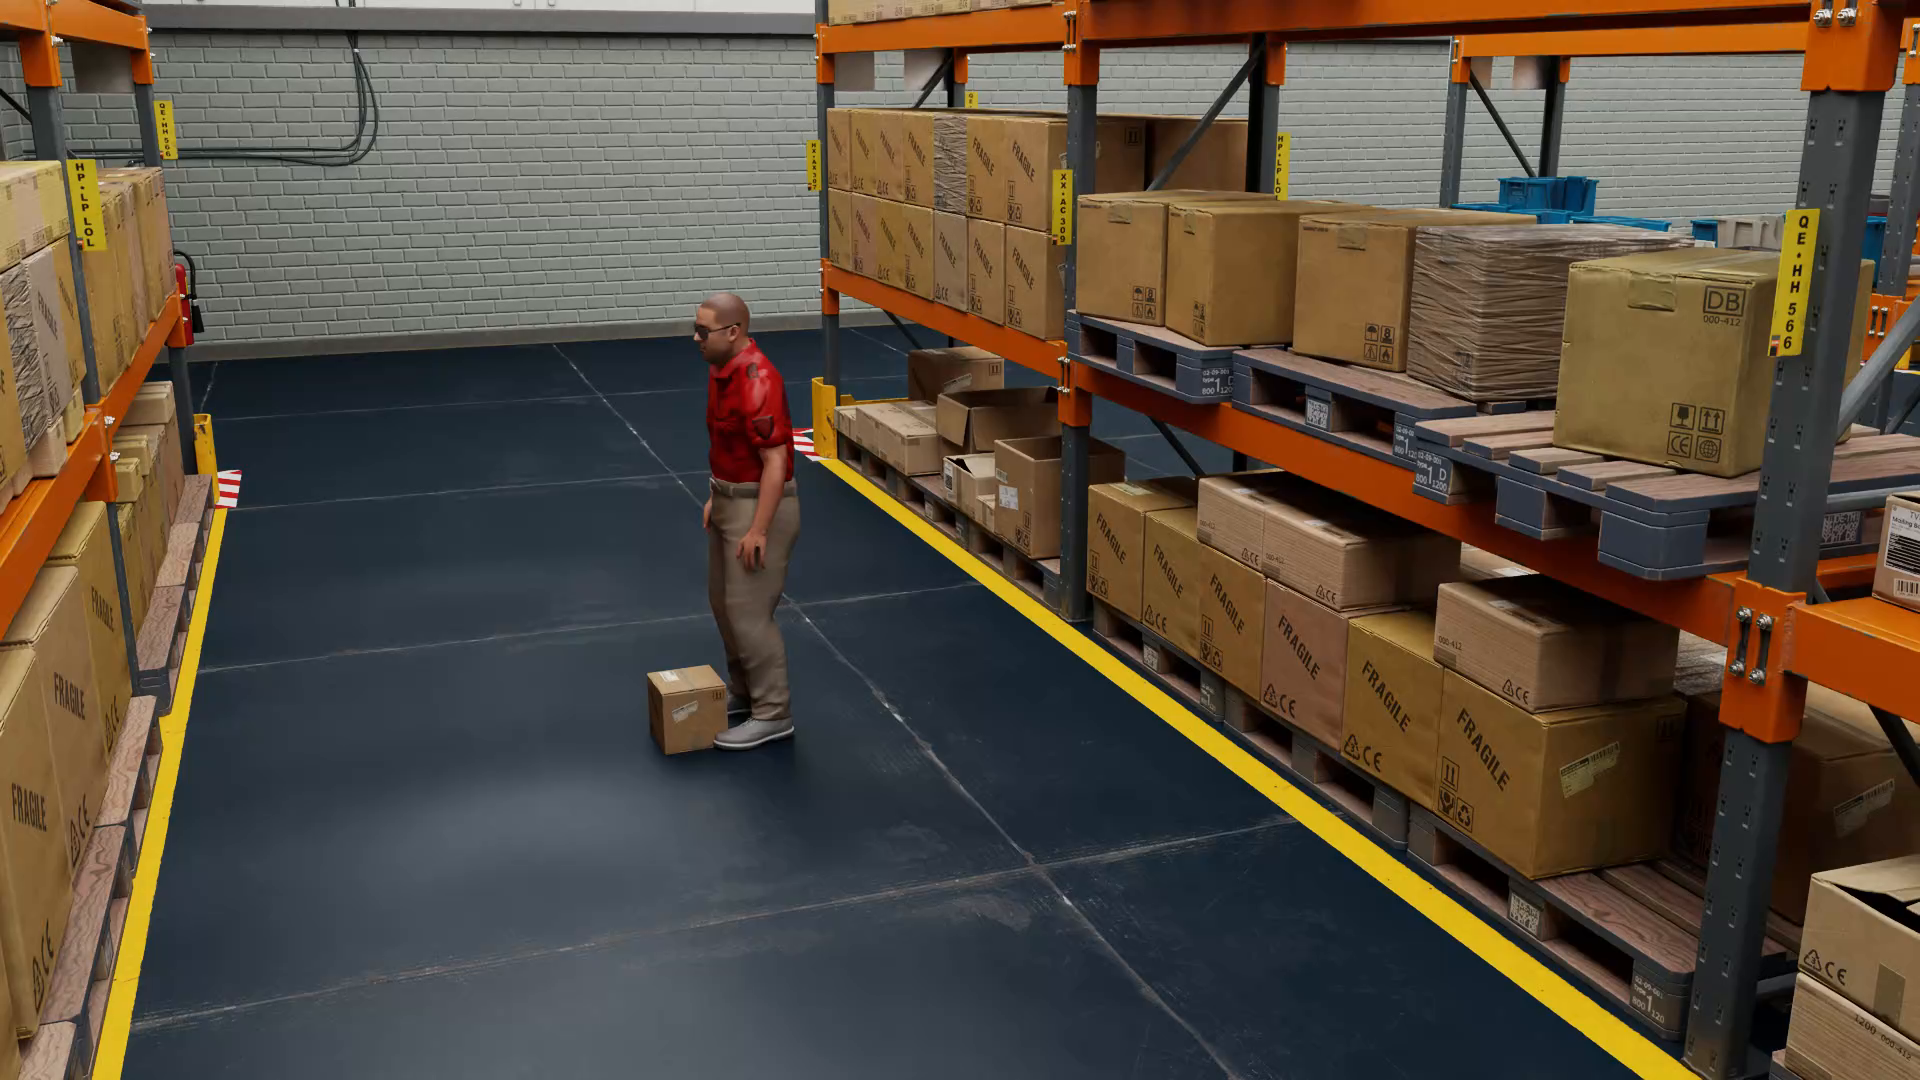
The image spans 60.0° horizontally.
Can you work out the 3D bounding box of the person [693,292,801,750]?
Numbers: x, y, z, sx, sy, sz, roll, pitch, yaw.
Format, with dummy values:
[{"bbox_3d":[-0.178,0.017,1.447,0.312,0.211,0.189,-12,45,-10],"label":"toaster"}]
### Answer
[{"bbox_3d":[-0.821,-0.083,6.346,0.383,1.728,0.603,-7,17,-22],"label":"person"}]
